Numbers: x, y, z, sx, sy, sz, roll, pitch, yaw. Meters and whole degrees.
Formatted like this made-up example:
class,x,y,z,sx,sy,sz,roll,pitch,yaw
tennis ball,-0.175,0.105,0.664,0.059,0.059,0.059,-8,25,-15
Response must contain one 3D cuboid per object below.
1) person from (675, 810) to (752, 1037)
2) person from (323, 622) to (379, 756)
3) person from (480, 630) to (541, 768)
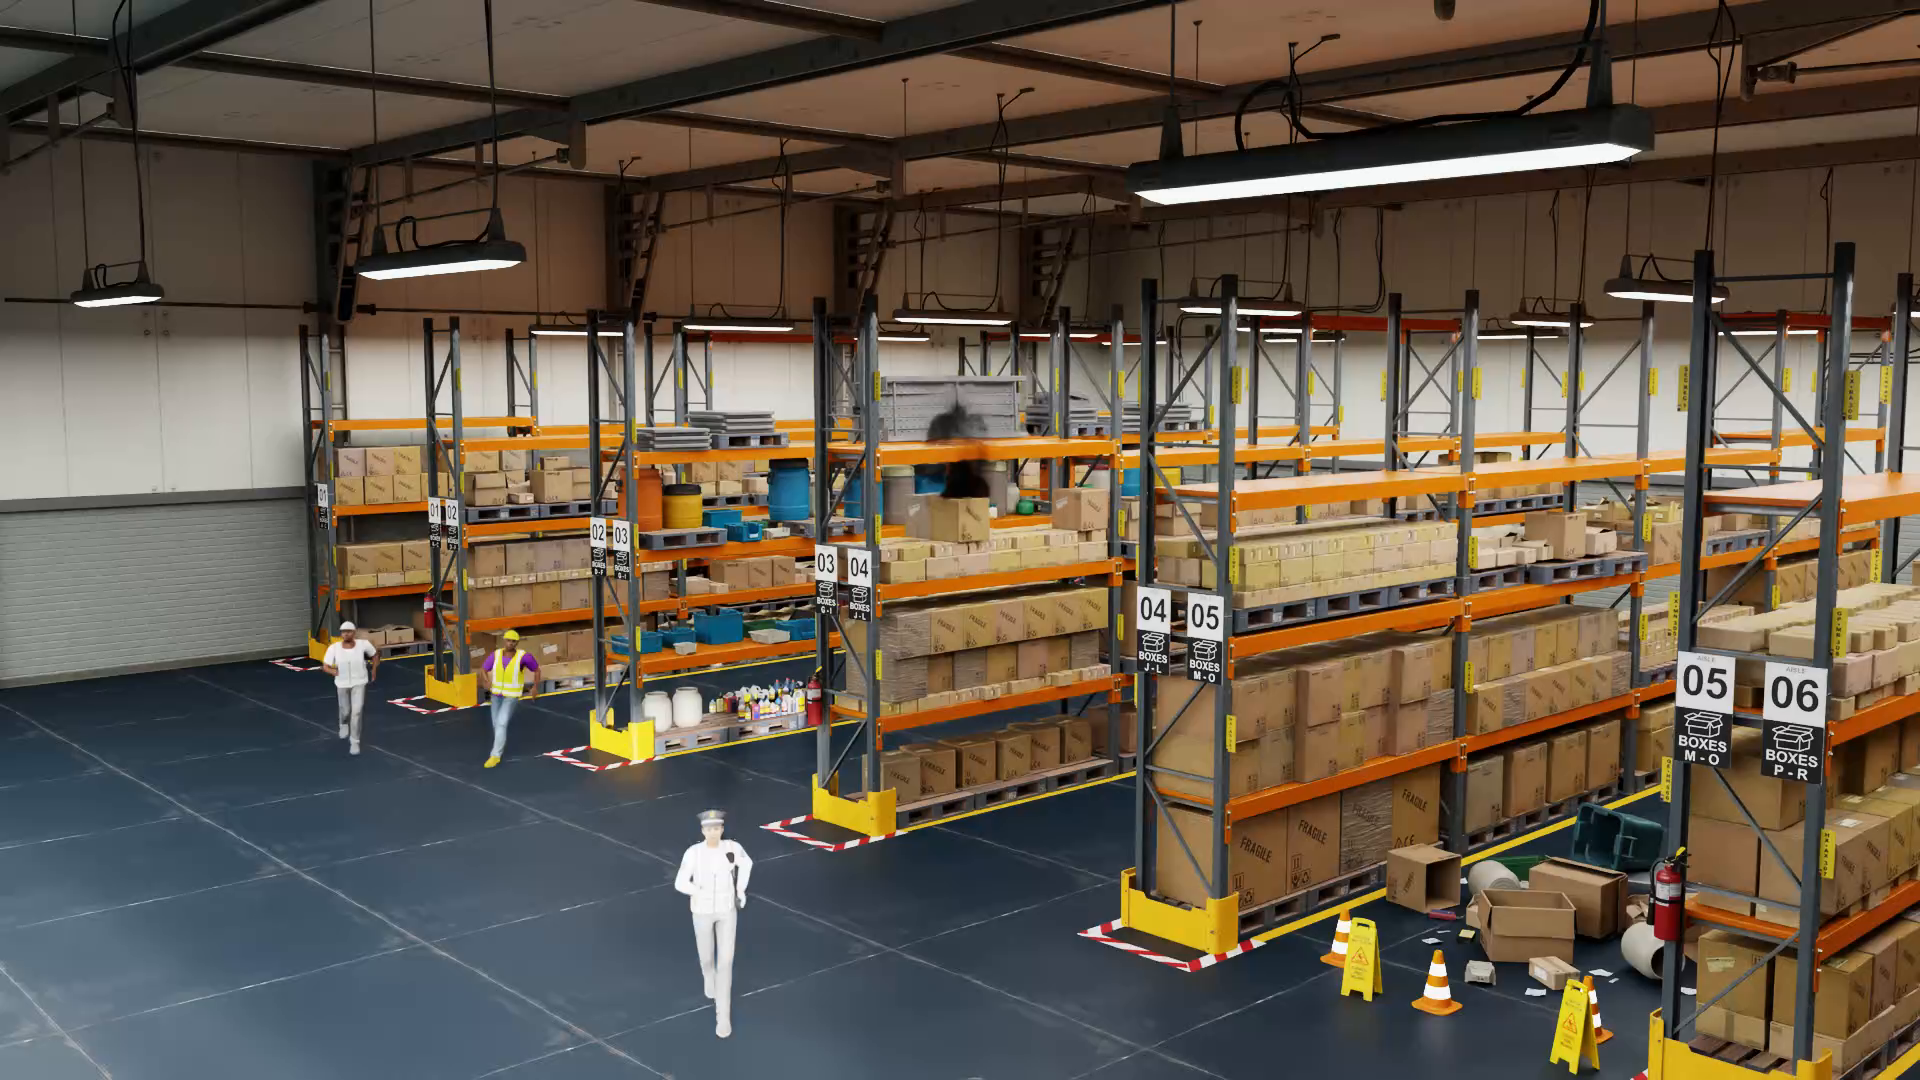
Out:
class,x,y,z,sx,sy,sz,roll,pitch,yaw
person,-1.951,2.967,13.237,0.612,1.701,0.920,-1,6,-9
person,-8.344,1.986,22.803,0.710,1.771,0.975,-2,6,-16
person,-5.992,2.061,21.952,0.757,1.737,0.909,1,6,8
